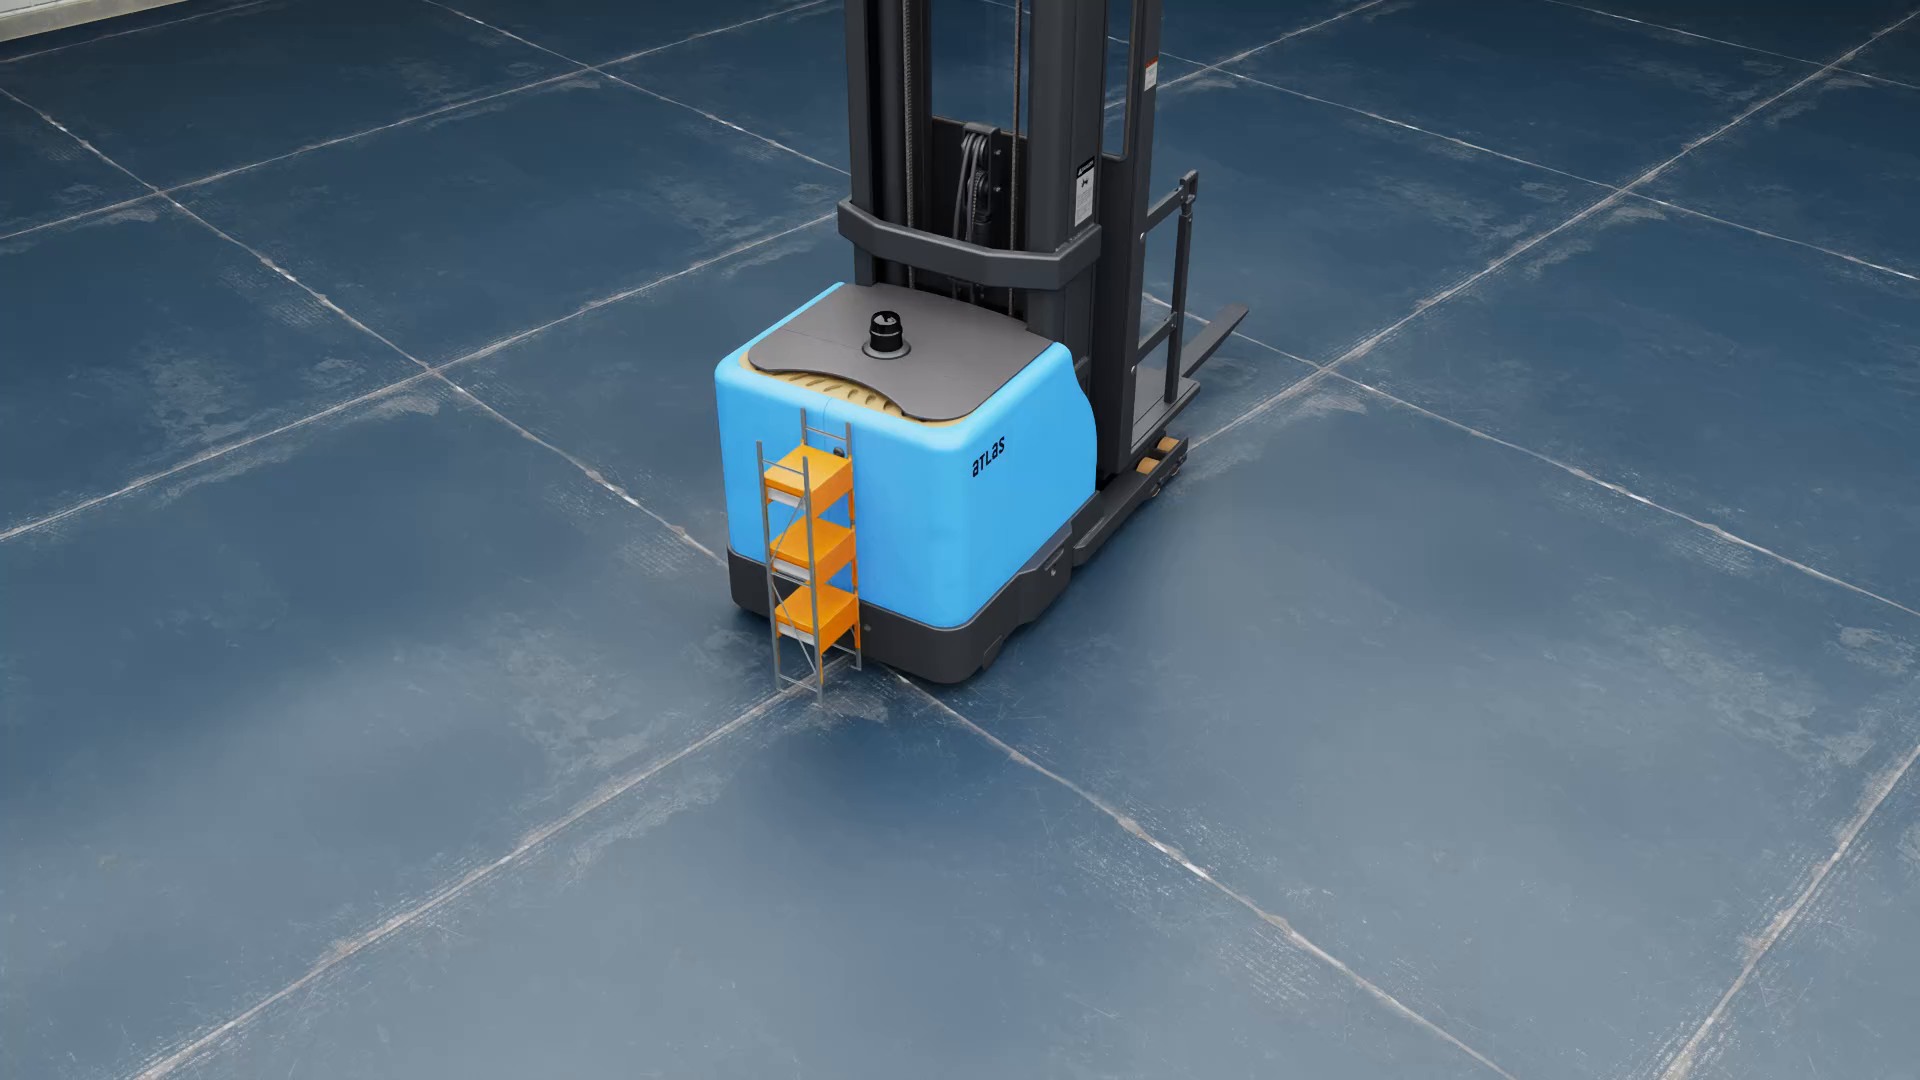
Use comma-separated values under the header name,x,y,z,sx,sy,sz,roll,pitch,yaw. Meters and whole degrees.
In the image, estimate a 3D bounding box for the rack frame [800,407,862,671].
name,x,y,z,sx,sy,sz,roll,pitch,yaw
rack frame,-0.446,0.017,5.808,0.200,1.050,0.008,19,39,25

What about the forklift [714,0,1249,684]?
name,x,y,z,sx,sy,sz,roll,pitch,yaw
forklift,0.322,-1.507,6.349,1.130,2.935,3.031,19,39,25

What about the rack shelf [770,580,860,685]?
name,x,y,z,sx,sy,sz,roll,pitch,yaw
rack shelf,-0.509,0.313,5.887,0.215,0.259,0.240,19,39,25

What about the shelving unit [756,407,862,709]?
name,x,y,z,sx,sy,sz,roll,pitch,yaw
shelving unit,-0.509,0.077,5.722,0.215,1.050,0.252,19,39,25

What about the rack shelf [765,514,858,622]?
name,x,y,z,sx,sy,sz,roll,pitch,yaw
rack shelf,-0.509,0.085,5.728,0.215,0.259,0.240,19,39,25

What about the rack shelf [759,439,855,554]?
name,x,y,z,sx,sy,sz,roll,pitch,yaw
rack shelf,-0.509,-0.147,5.566,0.215,0.259,0.240,19,39,25

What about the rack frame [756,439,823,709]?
name,x,y,z,sx,sy,sz,roll,pitch,yaw
rack frame,-0.572,0.136,5.637,0.200,1.050,0.008,19,39,25
